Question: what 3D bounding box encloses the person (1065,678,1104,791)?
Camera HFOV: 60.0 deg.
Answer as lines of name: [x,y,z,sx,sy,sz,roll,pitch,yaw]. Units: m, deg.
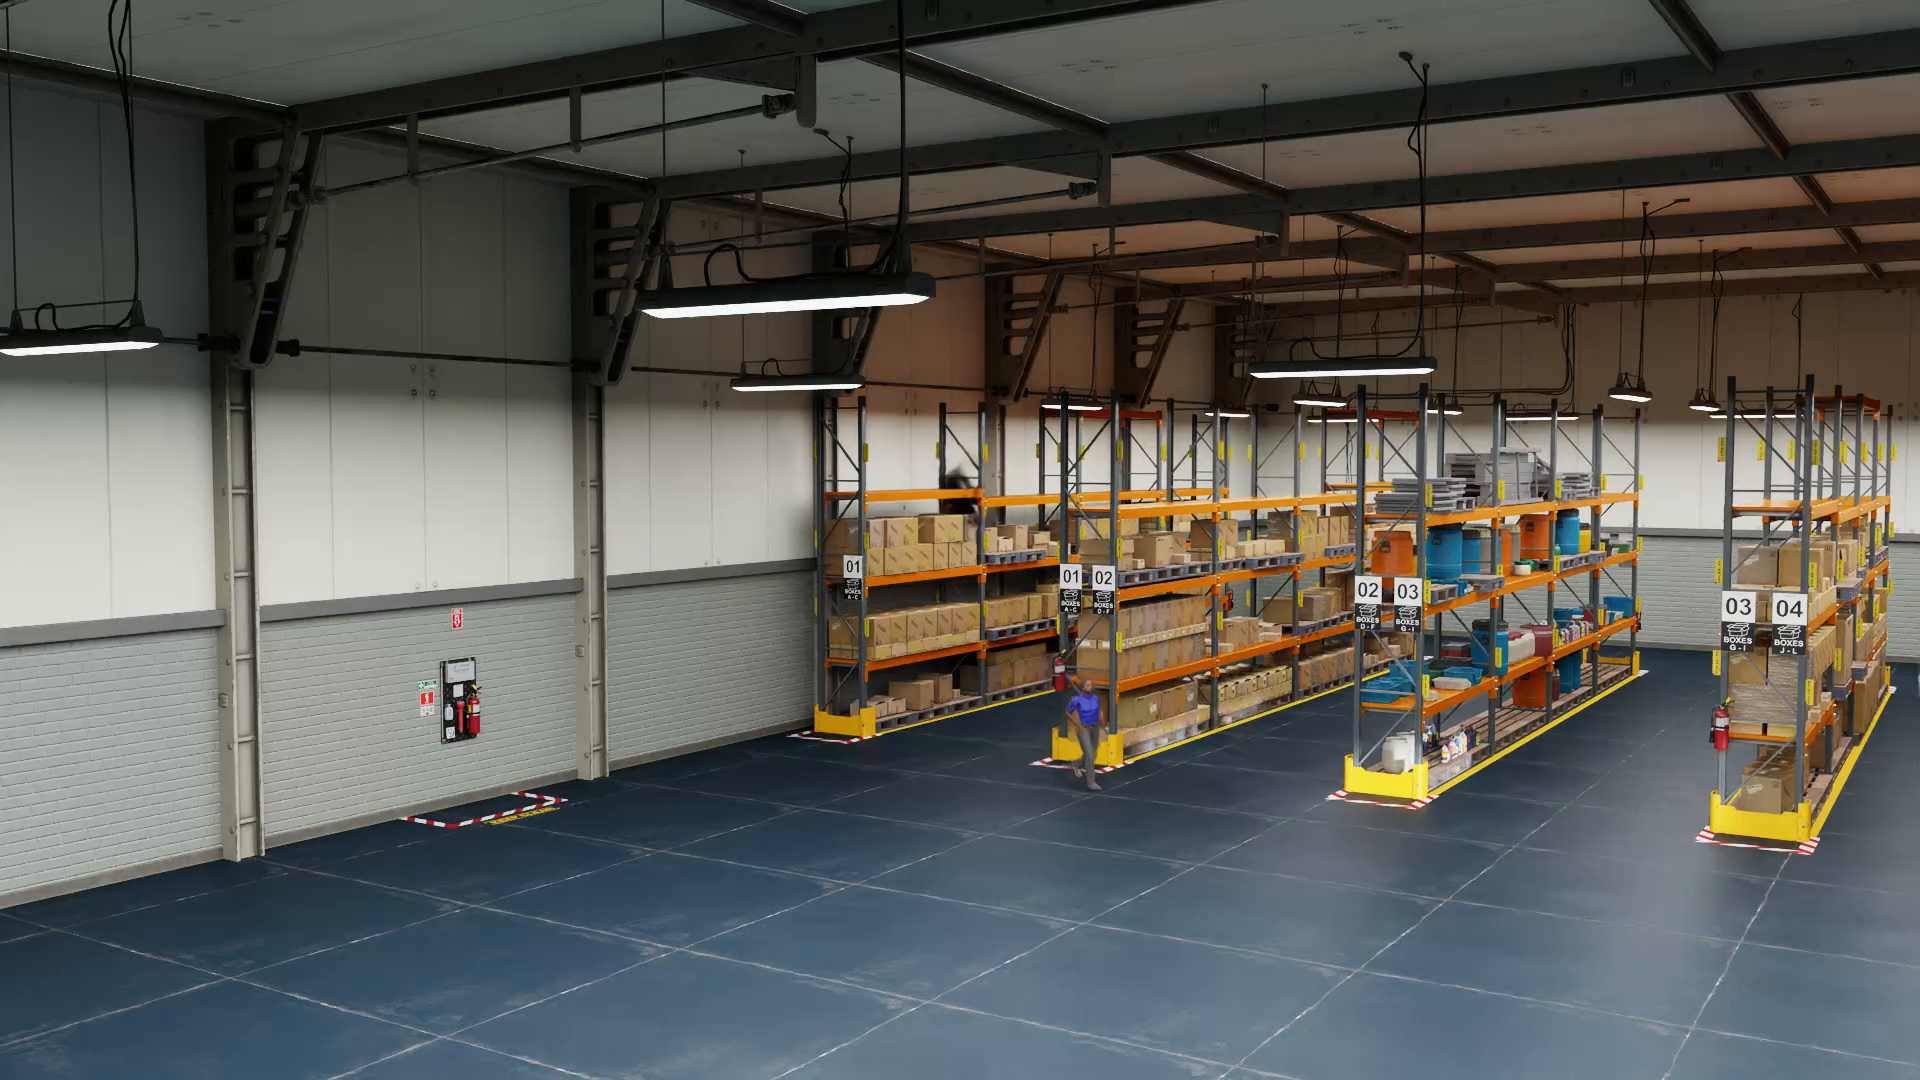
person: [1.864,2.874,24.856,0.595,1.638,0.780,-2,4,-32]
